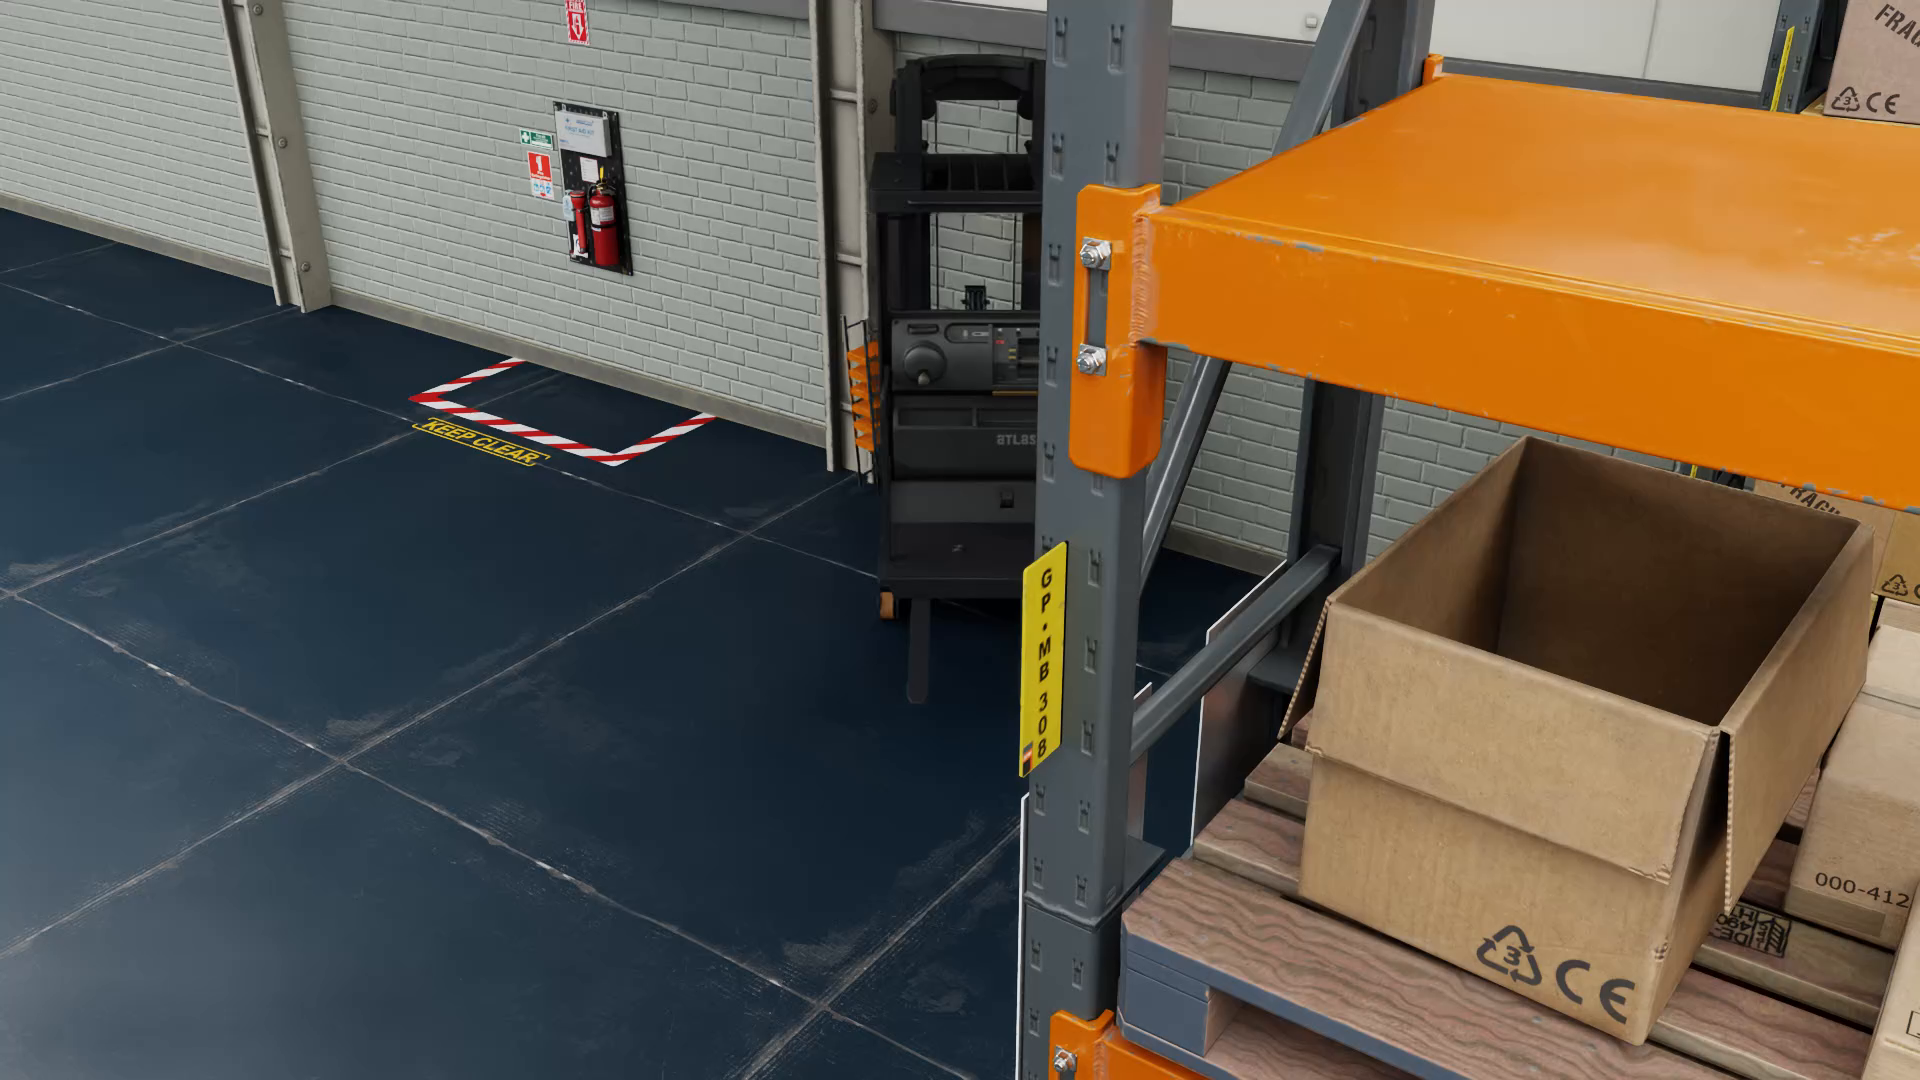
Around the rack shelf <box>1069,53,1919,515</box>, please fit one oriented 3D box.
[{"bbox_3d":[2.080,0.060,1.445,4.000,0.370,1.077,17,32,30],"label":"rack shelf"}]

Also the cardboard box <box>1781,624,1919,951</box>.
[{"bbox_3d":[1.530,0.399,2.400,0.500,0.250,0.500,17,32,30],"label":"cardboard box"}]

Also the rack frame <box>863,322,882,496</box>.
[{"bbox_3d":[-0.477,-0.853,10.563,0.240,1.200,0.006,-28,37,-36],"label":"rack frame"}]

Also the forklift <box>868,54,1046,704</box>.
[{"bbox_3d":[0.091,-0.993,8.970,1.130,2.935,3.031,0,27,0],"label":"forklift"}]

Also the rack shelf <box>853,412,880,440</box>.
[{"bbox_3d":[-0.532,-0.738,10.702,0.258,0.103,0.180,-28,37,-36],"label":"rack shelf"}]

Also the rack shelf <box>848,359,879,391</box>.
[{"bbox_3d":[-0.552,-1.052,10.527,0.258,0.103,0.180,-28,37,-36],"label":"rack shelf"}]

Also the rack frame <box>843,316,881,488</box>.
[{"bbox_3d":[-0.605,-0.910,10.681,0.240,1.200,0.006,-28,37,-36],"label":"rack frame"}]

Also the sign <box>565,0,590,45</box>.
[{"bbox_3d":[-2.612,-3.537,11.338,0.199,0.298,0.001,17,32,30],"label":"sign"}]

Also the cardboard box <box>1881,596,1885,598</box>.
[{"bbox_3d":[4.162,0.103,6.883,0.500,0.250,0.500,18,32,32],"label":"cardboard box"}]

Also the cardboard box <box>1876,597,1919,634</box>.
[{"bbox_3d":[3.891,0.298,6.500,0.500,0.250,0.500,16,31,29],"label":"cardboard box"}]

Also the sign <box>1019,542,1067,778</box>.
[{"bbox_3d":[0.112,0.165,2.259,0.005,0.325,0.100,17,32,30],"label":"sign"}]

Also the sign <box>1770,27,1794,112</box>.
[{"bbox_3d":[2.926,-1.655,5.924,0.005,0.325,0.100,17,32,30],"label":"sign"}]

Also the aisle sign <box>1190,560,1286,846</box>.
[{"bbox_3d":[0.543,0.436,3.220,0.004,0.787,0.394,17,32,30],"label":"aisle sign"}]

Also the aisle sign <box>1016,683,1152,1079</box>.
[{"bbox_3d":[0.204,0.660,2.779,0.004,0.787,0.394,17,32,30],"label":"aisle sign"}]

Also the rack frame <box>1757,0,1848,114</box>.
[{"bbox_3d":[3.233,-2.805,5.841,0.127,3.000,1.000,17,32,30],"label":"rack frame"}]

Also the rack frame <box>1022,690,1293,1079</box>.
[{"bbox_3d":[0.431,1.721,3.561,0.127,3.000,1.000,17,32,30],"label":"rack frame"}]

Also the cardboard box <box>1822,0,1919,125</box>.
[{"bbox_3d":[3.413,-1.778,5.895,0.500,0.500,0.500,15,31,27],"label":"cardboard box"}]

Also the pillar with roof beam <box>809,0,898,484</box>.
[{"bbox_3d":[-3.083,-2.880,5.988,0.400,9.000,9.100,17,32,30],"label":"pillar with roof beam"}]

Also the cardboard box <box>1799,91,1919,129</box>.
[{"bbox_3d":[3.367,-1.343,6.142,0.500,0.500,0.500,18,32,32],"label":"cardboard box"}]

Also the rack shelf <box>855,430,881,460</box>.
[{"bbox_3d":[-0.525,-0.634,10.761,0.258,0.103,0.180,-28,37,-36],"label":"rack shelf"}]

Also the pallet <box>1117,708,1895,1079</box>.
[{"bbox_3d":[1.000,0.615,2.525,1.213,0.211,1.003,17,32,30],"label":"pallet"}]

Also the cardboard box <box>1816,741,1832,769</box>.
[{"bbox_3d":[3.752,1.082,7.296,0.500,0.311,0.500,14,30,25],"label":"cardboard box"}]

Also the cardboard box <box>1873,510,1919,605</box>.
[{"bbox_3d":[3.858,-0.042,6.343,0.500,0.500,0.500,17,32,30],"label":"cardboard box"}]

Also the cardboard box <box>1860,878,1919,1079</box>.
[{"bbox_3d":[1.301,0.615,2.087,0.250,0.149,0.380,17,32,30],"label":"cardboard box"}]

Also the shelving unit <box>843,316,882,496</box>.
[{"bbox_3d":[-0.541,-0.882,10.622,0.258,1.200,0.189,-28,37,-36],"label":"shelving unit"}]

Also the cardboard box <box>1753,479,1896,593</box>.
[{"bbox_3d":[3.456,-0.173,6.599,0.500,0.500,0.500,17,32,30],"label":"cardboard box"}]

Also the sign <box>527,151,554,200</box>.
[{"bbox_3d":[-3.059,-2.661,12.133,0.234,0.329,0.001,17,32,30],"label":"sign"}]

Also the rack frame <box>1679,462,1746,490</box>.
[{"bbox_3d":[3.233,-0.132,7.202,0.127,3.000,1.000,17,32,30],"label":"rack frame"}]

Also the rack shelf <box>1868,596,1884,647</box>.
[{"bbox_3d":[4.881,0.702,6.356,4.000,0.370,1.077,17,32,30],"label":"rack shelf"}]

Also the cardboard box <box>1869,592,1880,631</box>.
[{"bbox_3d":[3.455,0.170,6.752,0.500,0.250,0.500,16,31,29],"label":"cardboard box"}]

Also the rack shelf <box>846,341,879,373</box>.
[{"bbox_3d":[-0.559,-1.157,10.468,0.258,0.103,0.180,-28,37,-36],"label":"rack shelf"}]

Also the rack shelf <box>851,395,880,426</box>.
[{"bbox_3d":[-0.539,-0.843,10.644,0.258,0.103,0.180,-28,37,-36],"label":"rack shelf"}]

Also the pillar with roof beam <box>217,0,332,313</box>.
[{"bbox_3d":[-8.029,-4.421,9.016,0.400,9.000,9.100,17,32,30],"label":"pillar with roof beam"}]

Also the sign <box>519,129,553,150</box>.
[{"bbox_3d":[-3.060,-2.893,12.004,0.331,0.109,0.001,17,32,30],"label":"sign"}]

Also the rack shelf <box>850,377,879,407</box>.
[{"bbox_3d":[-0.546,-0.948,10.585,0.258,0.103,0.180,-28,37,-36],"label":"rack shelf"}]

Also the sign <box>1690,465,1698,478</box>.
[{"bbox_3d":[2.926,-0.315,6.607,0.005,0.325,0.100,17,32,30],"label":"sign"}]

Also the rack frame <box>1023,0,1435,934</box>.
[{"bbox_3d":[0.431,-0.952,2.200,0.127,3.000,1.000,17,32,30],"label":"rack frame"}]

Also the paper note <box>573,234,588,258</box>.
[{"bbox_3d":[-2.768,-2.144,12.126,0.142,0.148,0.016,17,32,30],"label":"paper note"}]

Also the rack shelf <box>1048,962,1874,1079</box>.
[{"bbox_3d":[2.080,1.219,2.034,4.000,0.370,1.077,17,32,30],"label":"rack shelf"}]

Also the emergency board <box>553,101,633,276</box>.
[{"bbox_3d":[-2.661,-2.465,11.786,0.643,1.169,0.194,17,32,30],"label":"emergency board"}]

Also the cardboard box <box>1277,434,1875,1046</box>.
[{"bbox_3d":[0.903,0.238,2.437,0.637,0.503,0.797,20,33,34],"label":"cardboard box"}]
